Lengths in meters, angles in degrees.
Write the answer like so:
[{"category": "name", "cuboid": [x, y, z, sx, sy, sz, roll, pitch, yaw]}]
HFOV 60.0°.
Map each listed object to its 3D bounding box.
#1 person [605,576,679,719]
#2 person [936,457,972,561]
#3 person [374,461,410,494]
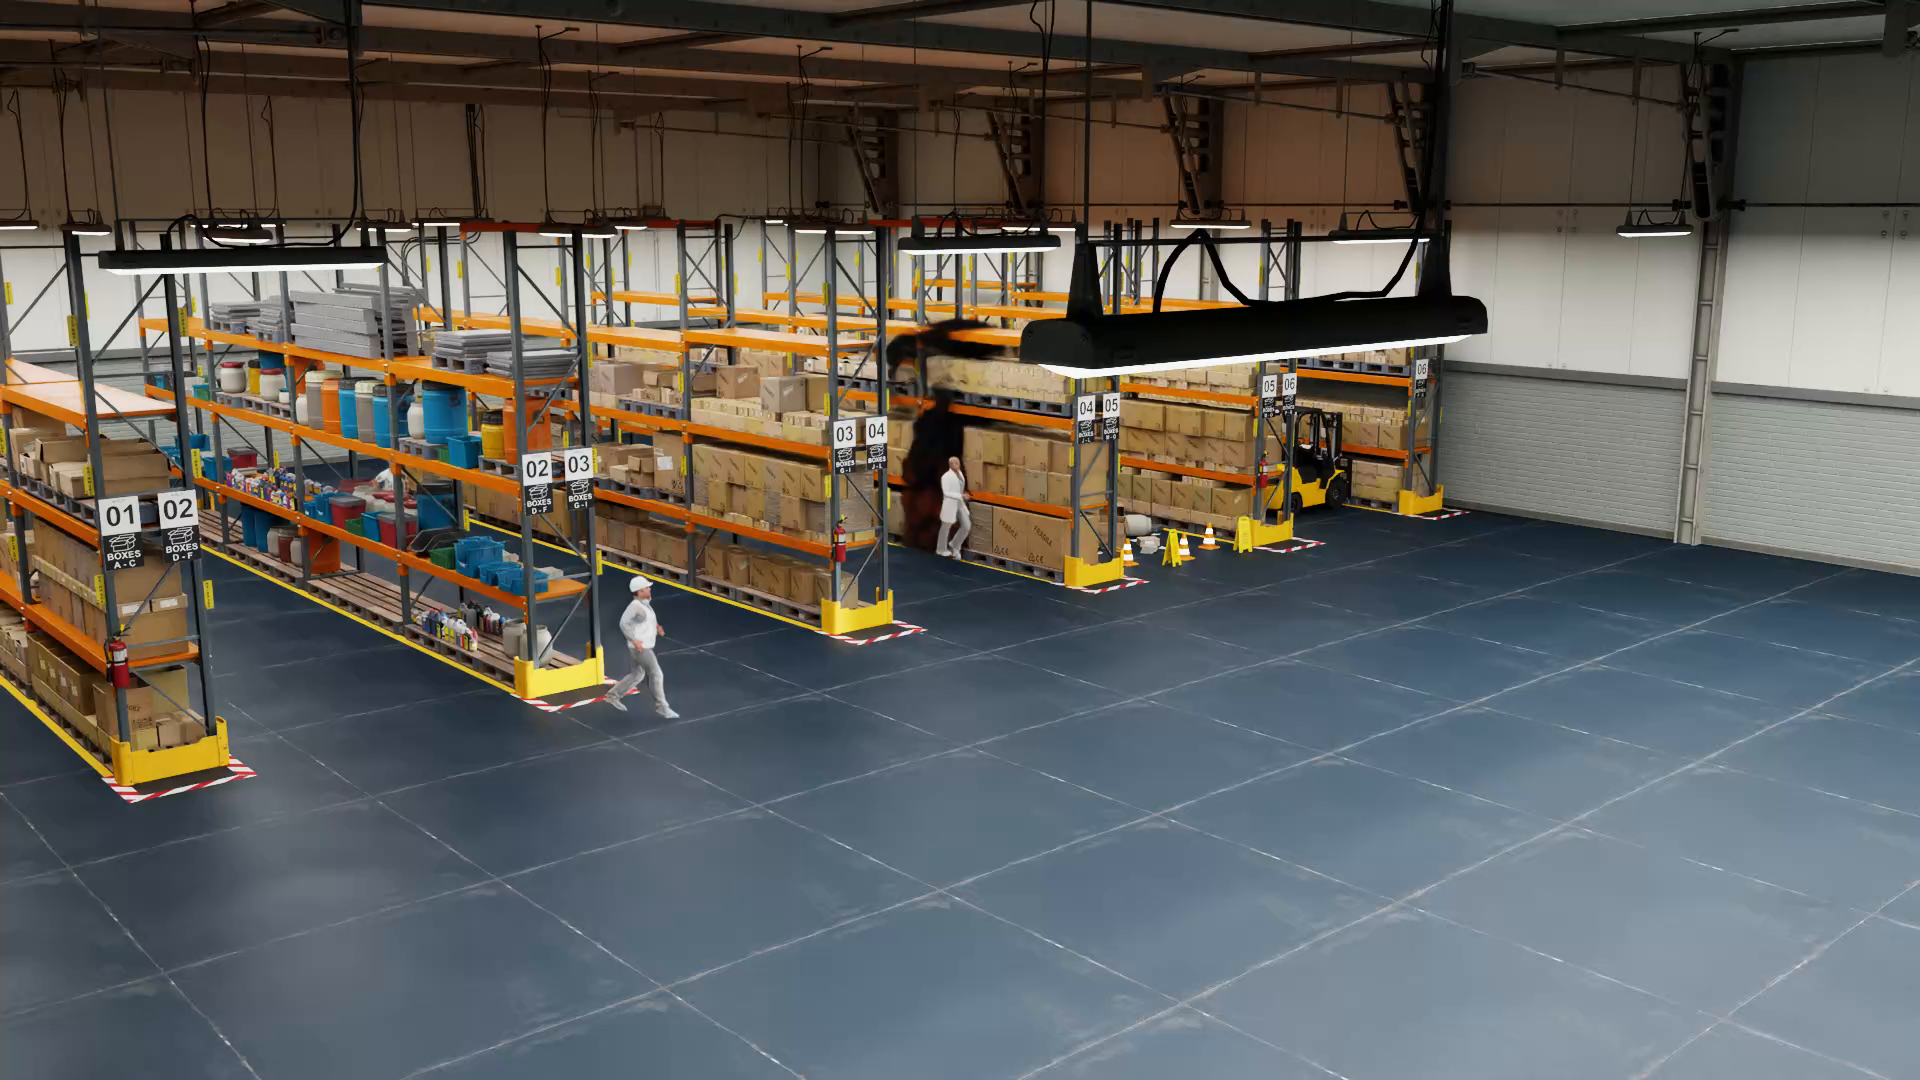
[{"category": "person", "cuboid": [-4.002, 1.340, 20.782, 0.911, 1.802, 0.672, -2, 12, -8]}, {"category": "person", "cuboid": [-0.080, -0.535, 28.697, 0.827, 1.829, 0.672, 10, 15, 40]}, {"category": "person", "cuboid": [-10.647, -0.741, 31.386, 0.744, 1.674, 0.573, 8, 14, 35]}]
